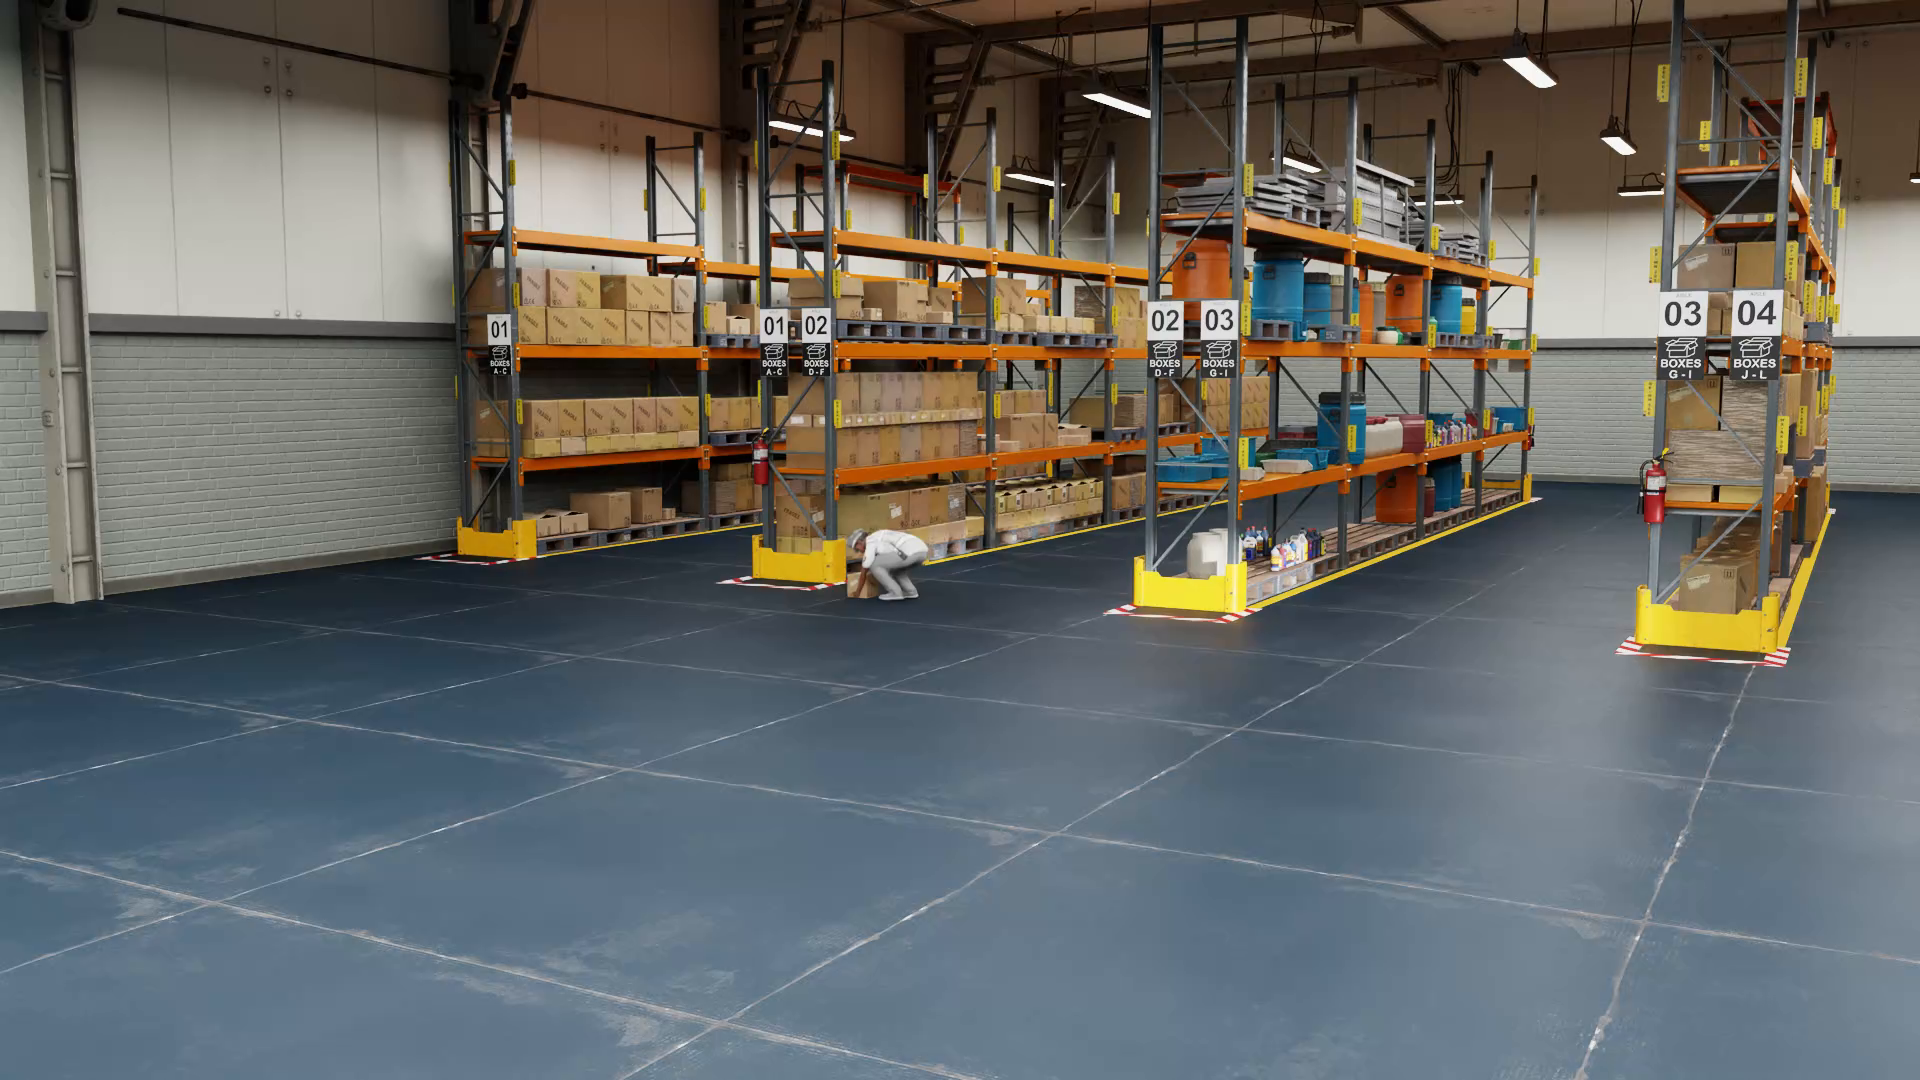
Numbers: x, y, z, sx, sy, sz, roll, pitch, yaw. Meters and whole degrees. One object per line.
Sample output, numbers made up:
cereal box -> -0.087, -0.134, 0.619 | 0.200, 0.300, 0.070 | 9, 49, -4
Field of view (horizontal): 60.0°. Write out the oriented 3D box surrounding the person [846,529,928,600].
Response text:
person -> -0.800, 0.275, 18.187 | 0.924, 0.765, 0.450 | 3, 7, 27
